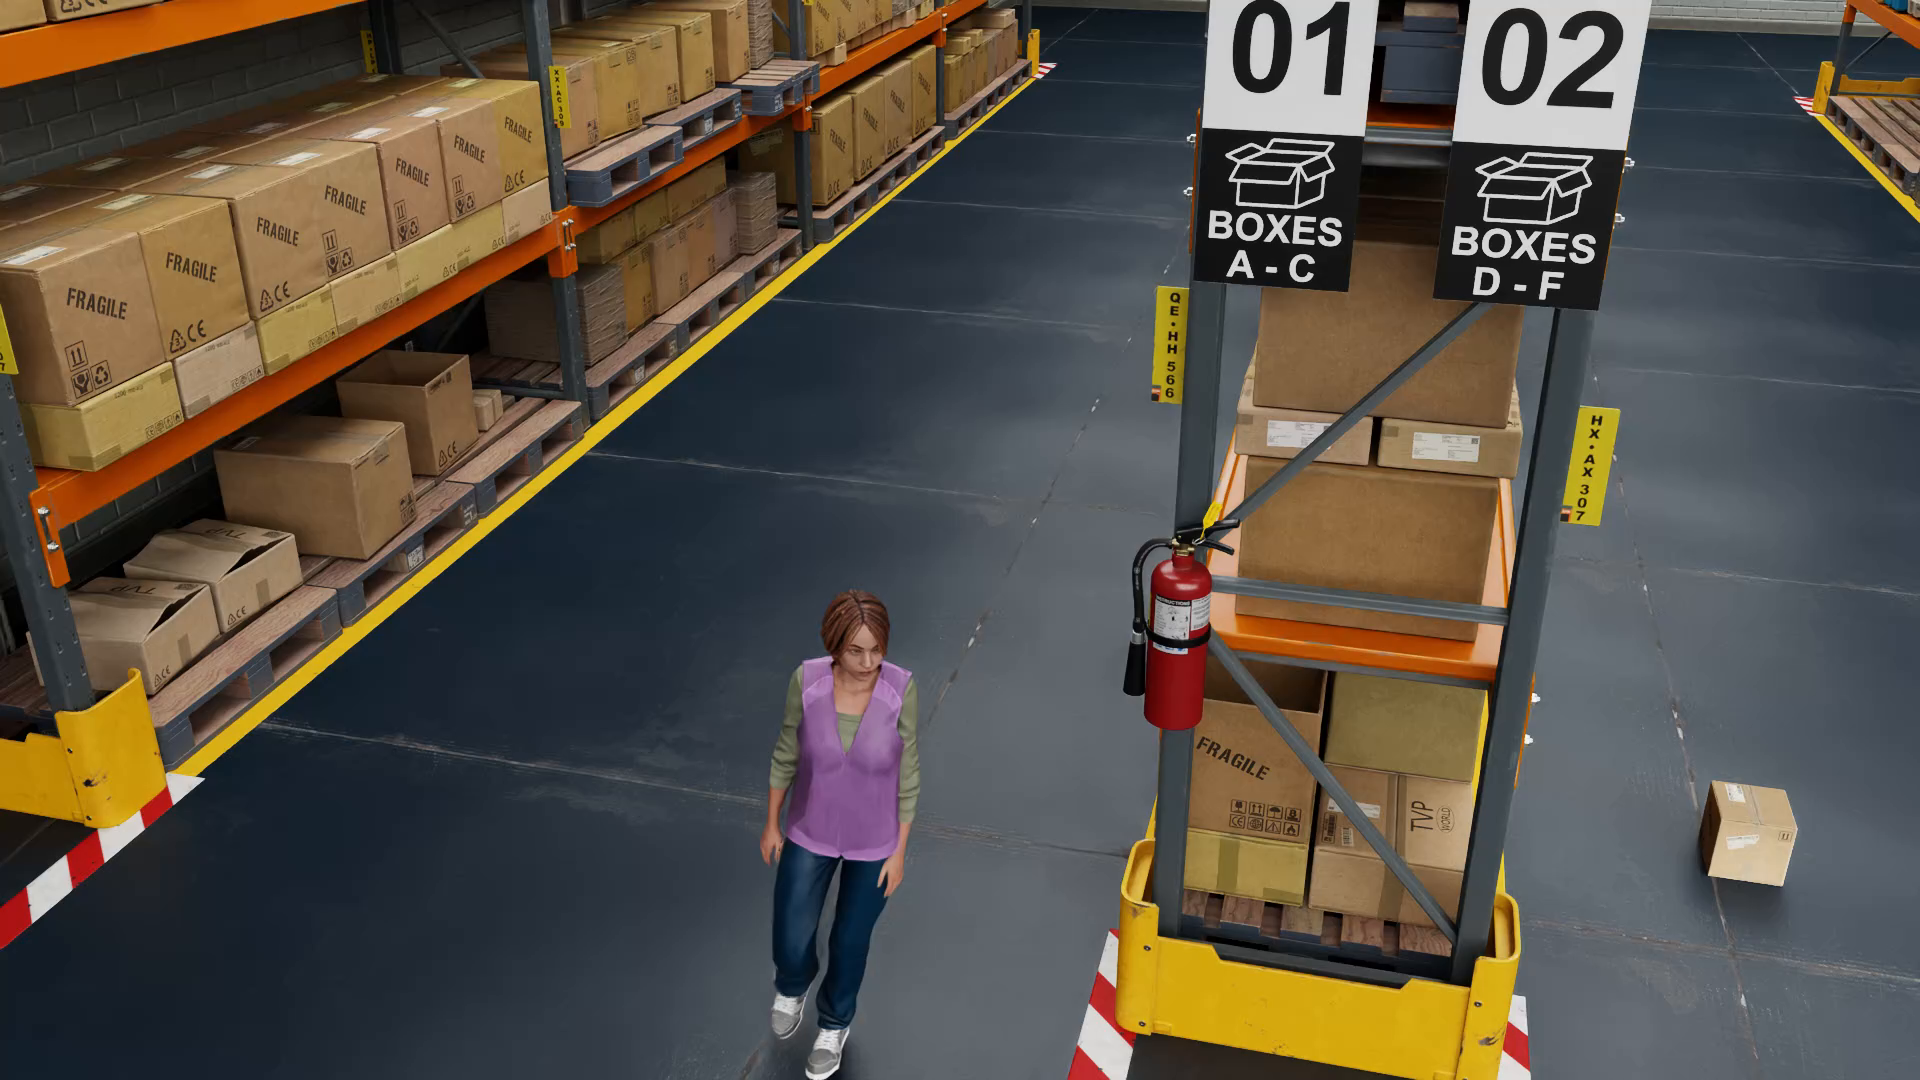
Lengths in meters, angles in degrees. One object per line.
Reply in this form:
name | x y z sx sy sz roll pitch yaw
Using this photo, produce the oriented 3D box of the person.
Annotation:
person | -0.351 0.874 4.763 0.479 1.581 0.411 1 26 2
